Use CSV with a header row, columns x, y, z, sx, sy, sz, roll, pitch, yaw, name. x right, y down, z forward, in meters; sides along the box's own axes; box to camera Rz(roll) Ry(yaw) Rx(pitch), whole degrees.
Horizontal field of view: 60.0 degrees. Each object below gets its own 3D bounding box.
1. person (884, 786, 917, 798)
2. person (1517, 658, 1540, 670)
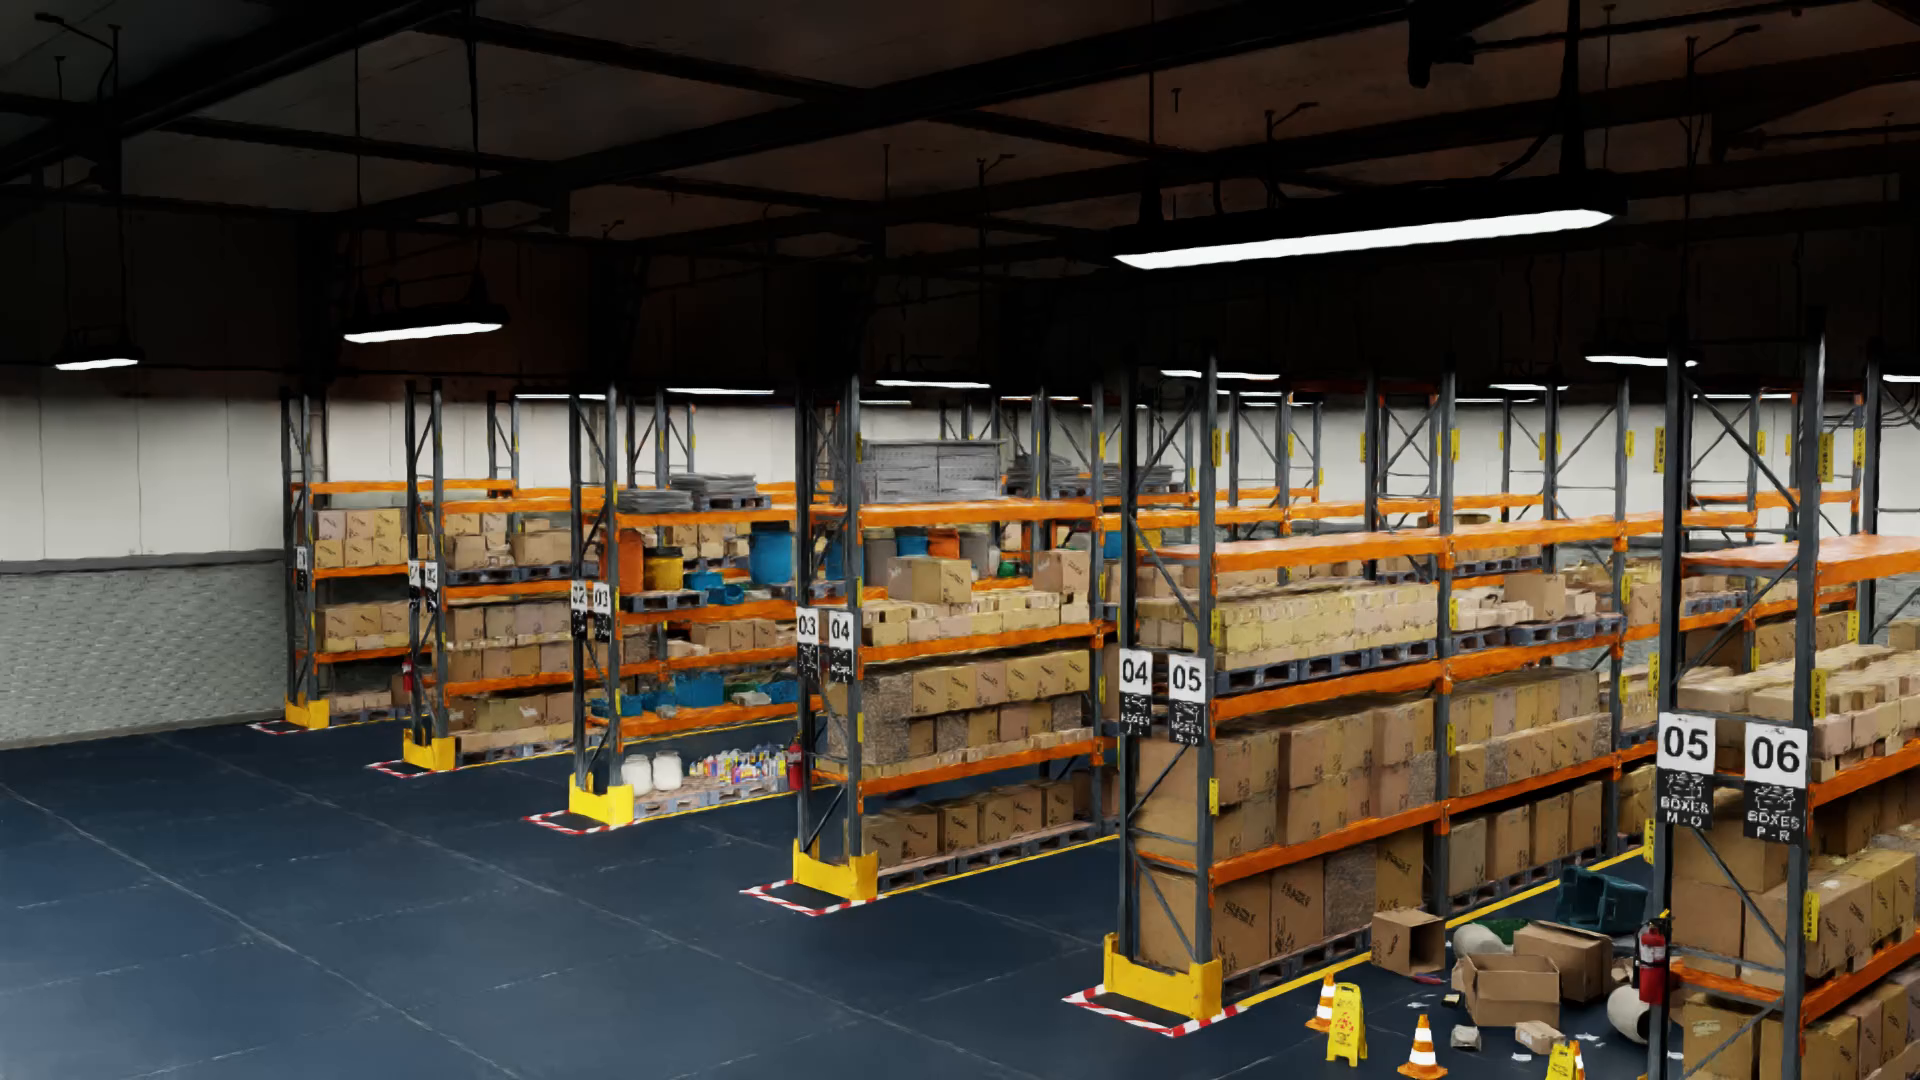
x,y,z,sx,sy,sz,roll,pitch,yaw,name
-0.809,2.826,23.662,0.599,1.630,0.551,-1,4,-14,person
9.224,2.579,26.863,1.123,1.709,0.553,-3,5,-41,person
